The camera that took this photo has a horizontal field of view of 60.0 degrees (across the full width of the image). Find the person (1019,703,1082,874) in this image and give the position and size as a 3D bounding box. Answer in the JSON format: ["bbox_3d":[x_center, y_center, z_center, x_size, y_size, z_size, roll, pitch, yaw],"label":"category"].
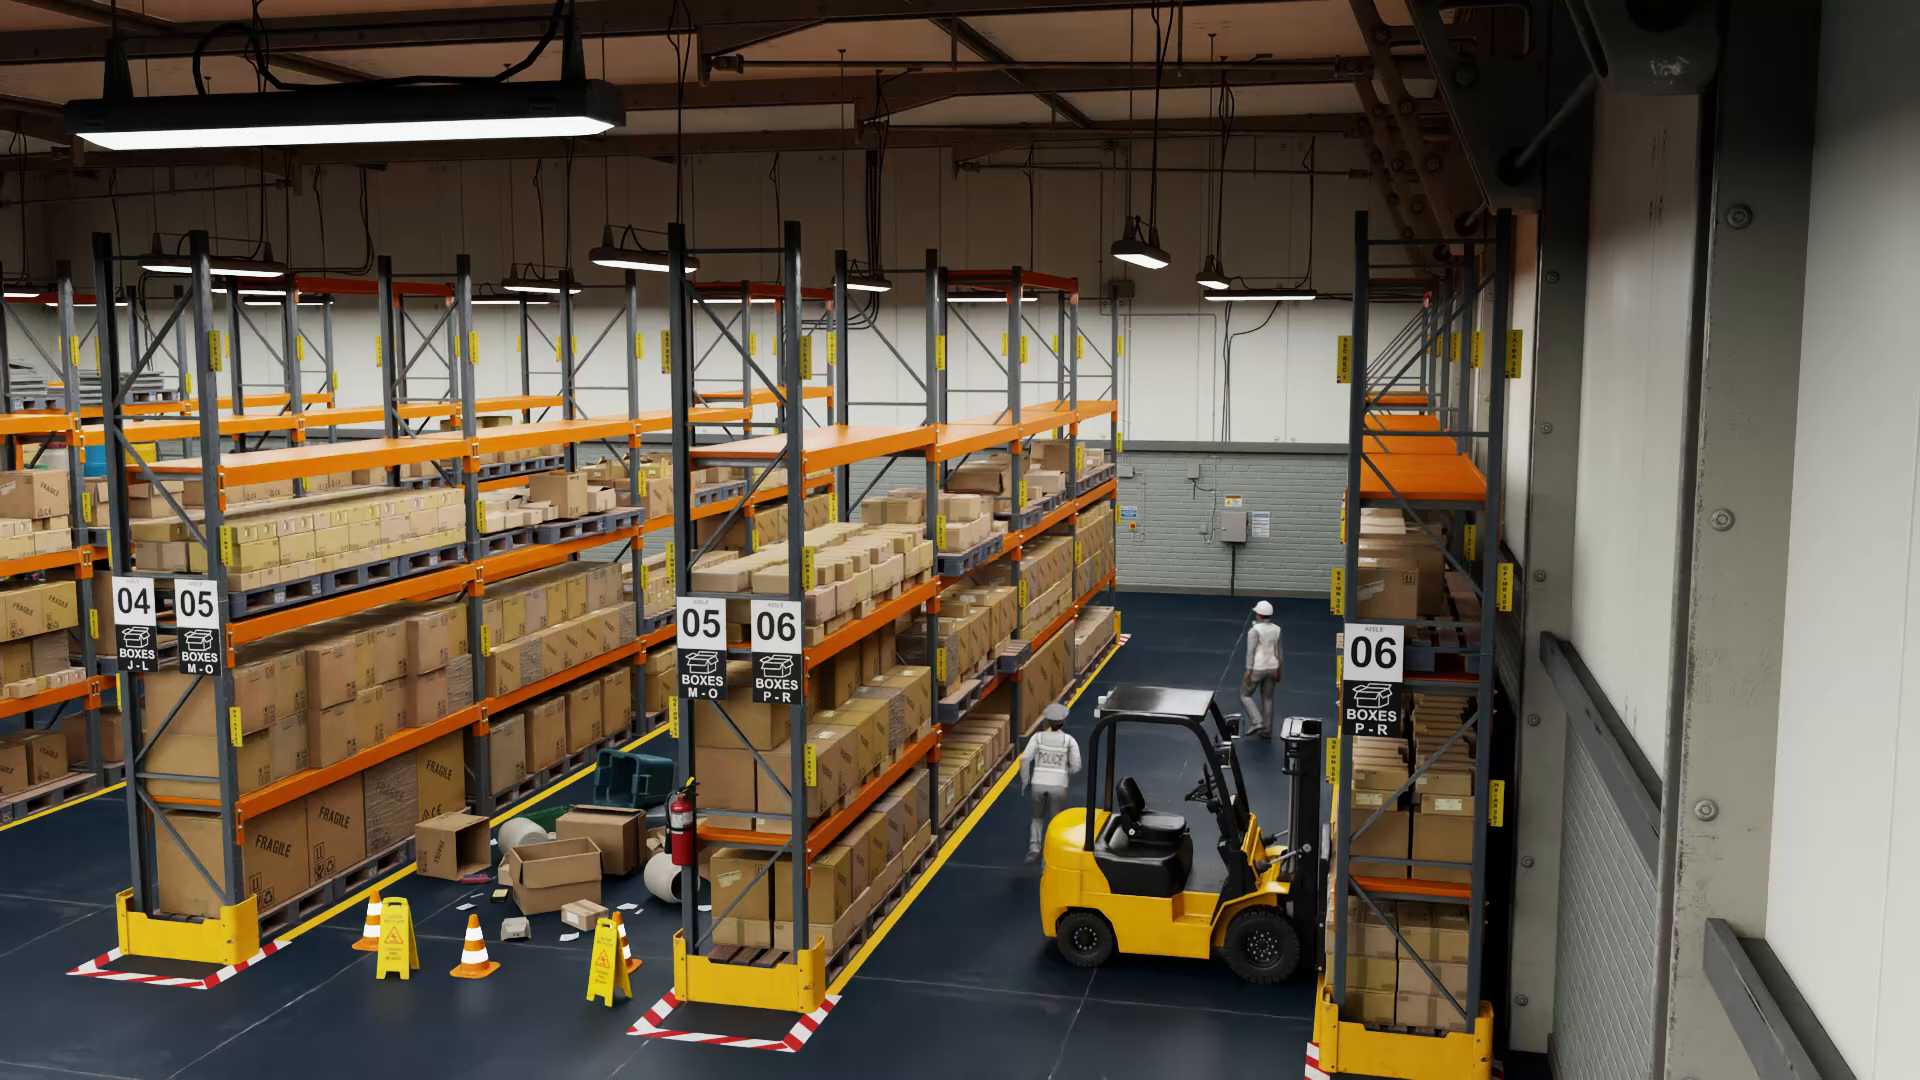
[{"bbox_3d":[0.888,2.413,16.260,0.579,1.585,0.720,2,7,16],"label":"person"}]

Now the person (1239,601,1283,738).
[{"bbox_3d":[3.928,1.671,21.494,0.573,1.775,0.457,-3,8,-24],"label":"person"}]
